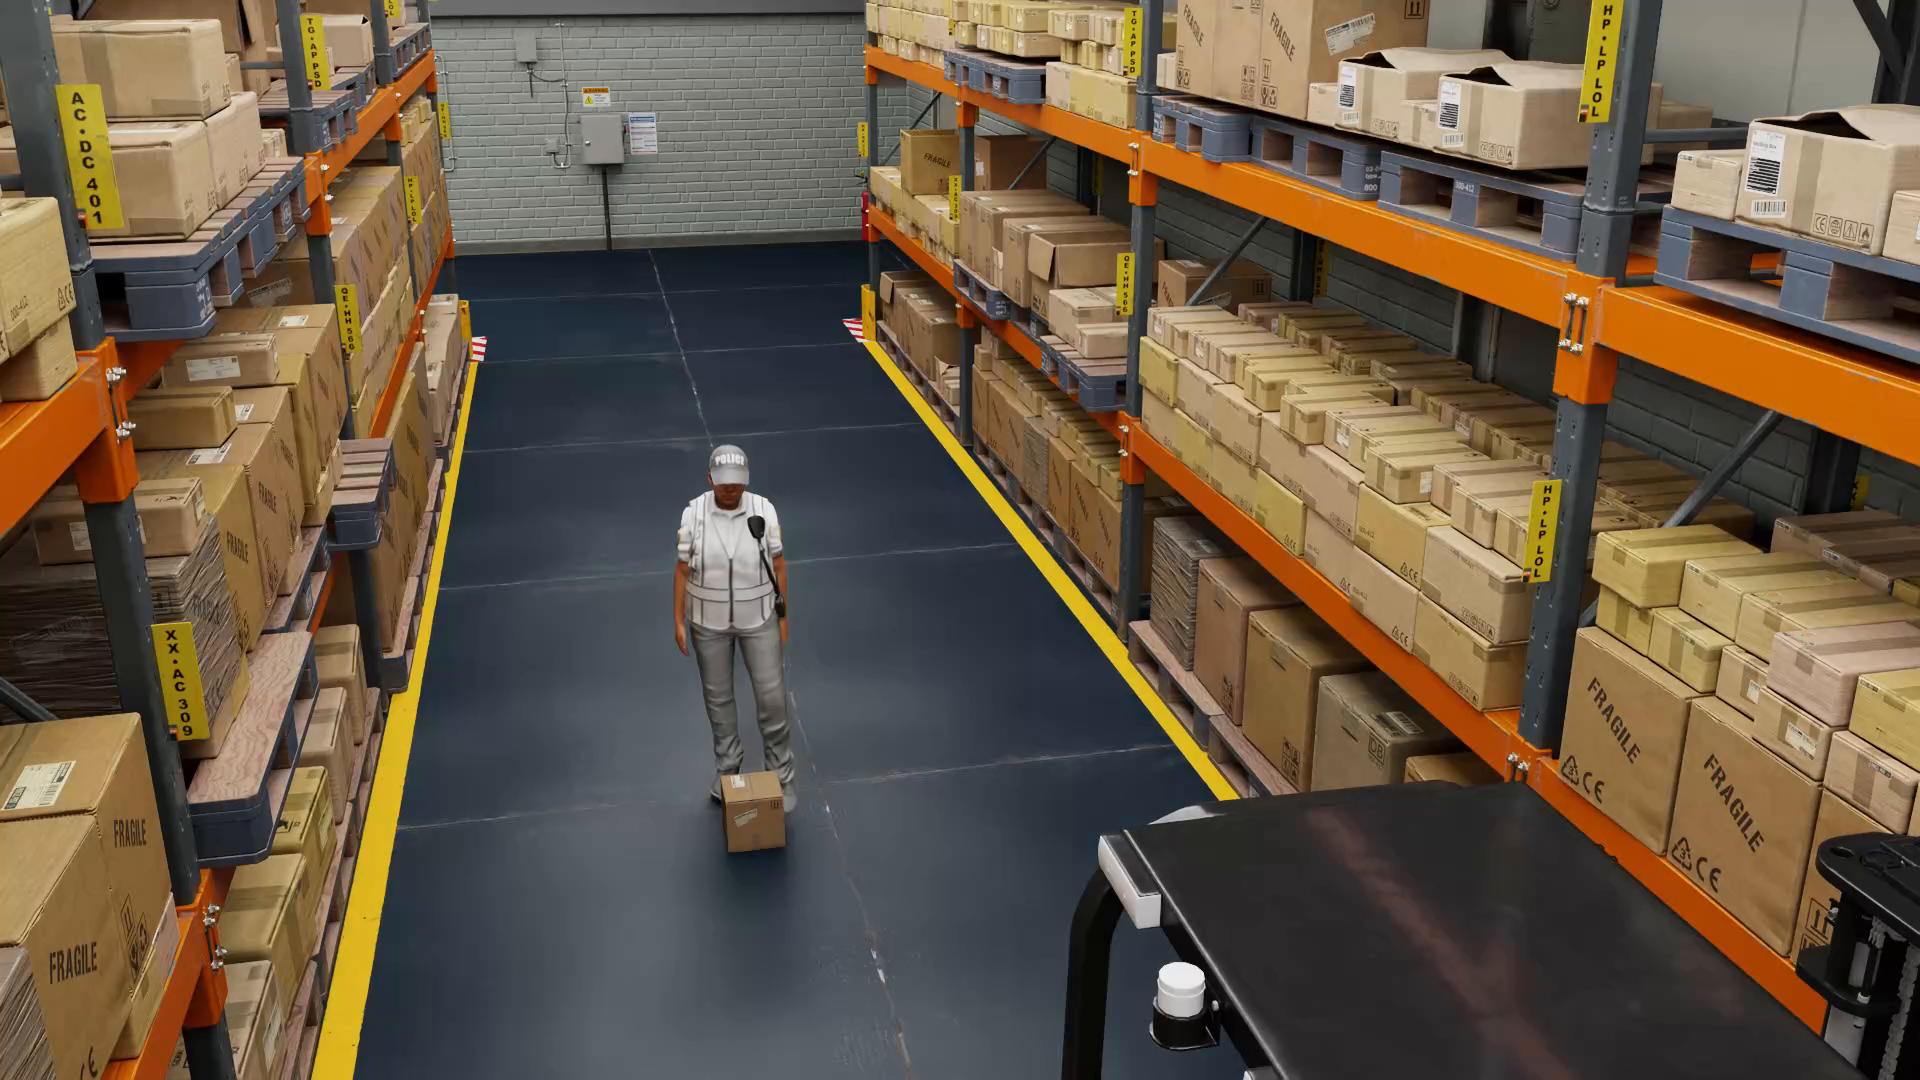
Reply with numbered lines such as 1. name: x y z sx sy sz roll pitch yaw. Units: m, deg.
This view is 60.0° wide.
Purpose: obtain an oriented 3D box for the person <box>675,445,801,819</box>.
1. person: -1.010 0.397 7.458 0.526 1.675 0.532 -3 20 -7
